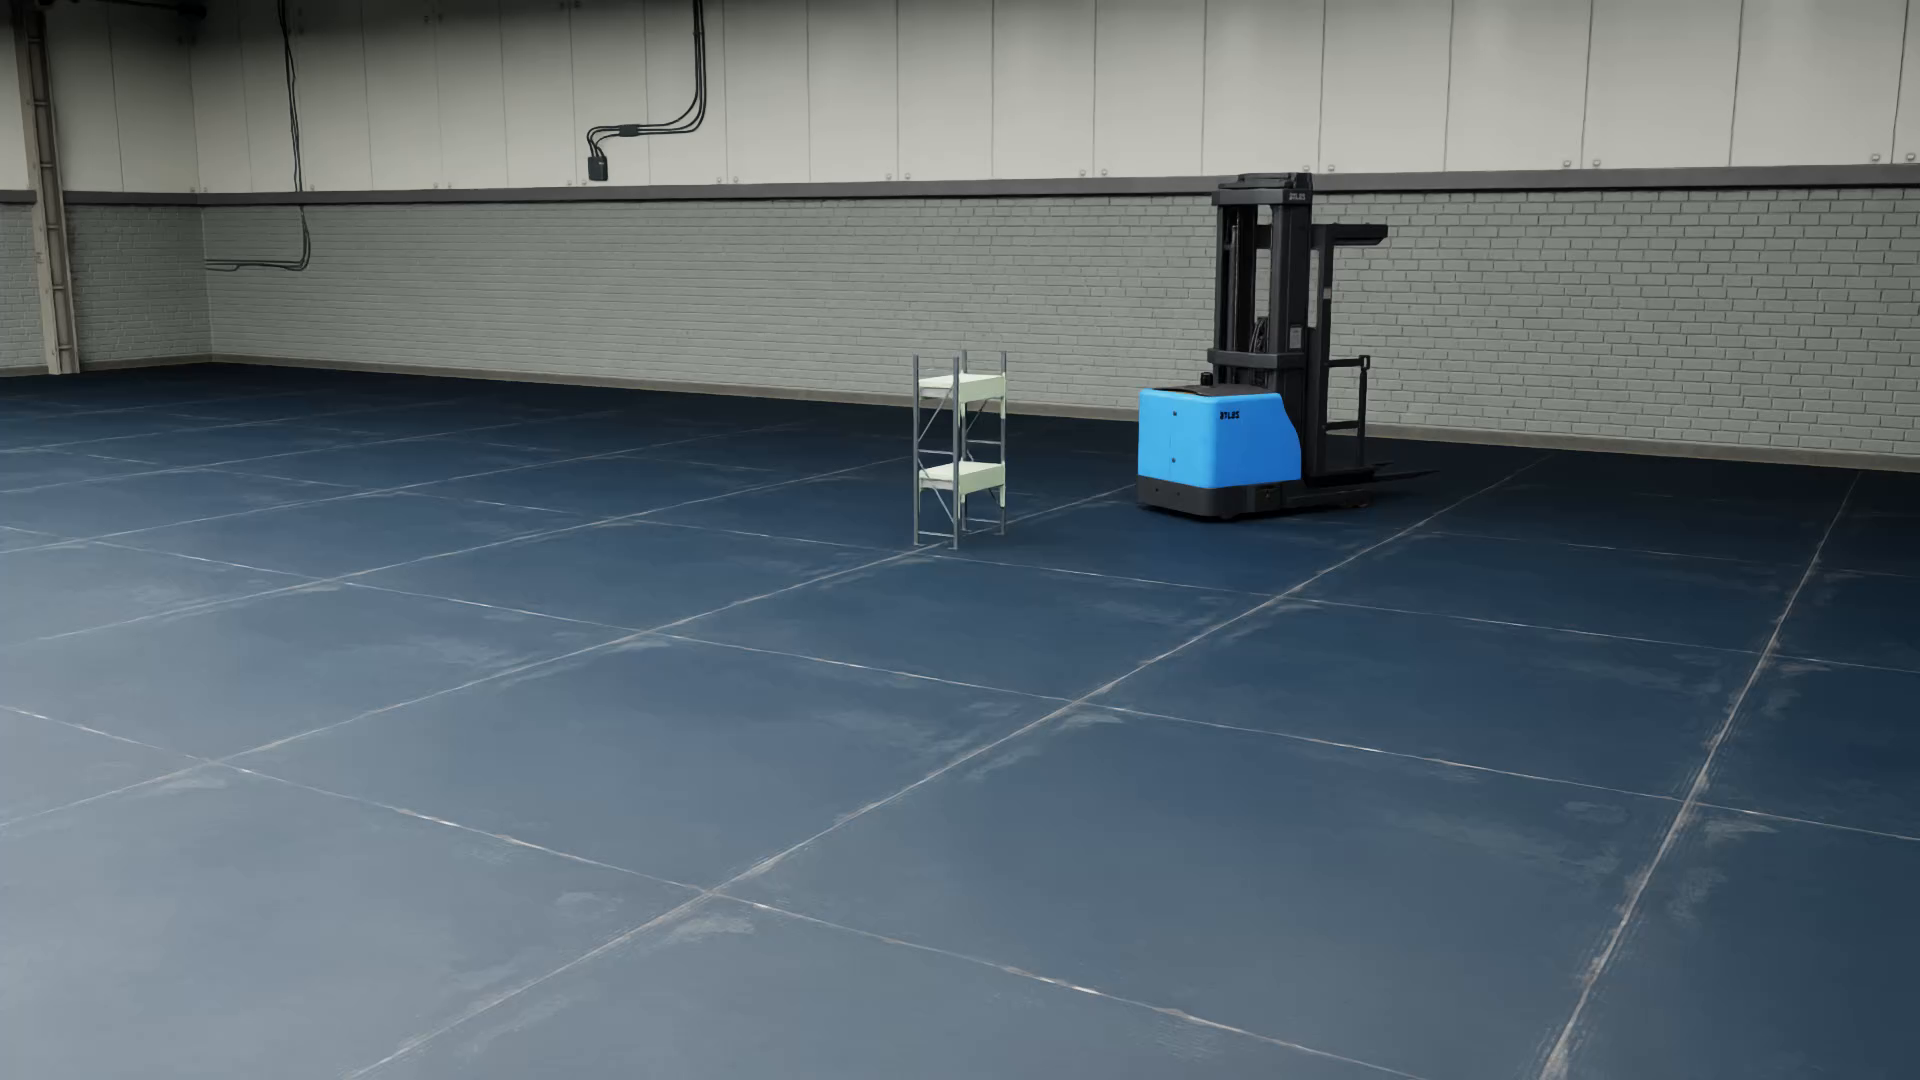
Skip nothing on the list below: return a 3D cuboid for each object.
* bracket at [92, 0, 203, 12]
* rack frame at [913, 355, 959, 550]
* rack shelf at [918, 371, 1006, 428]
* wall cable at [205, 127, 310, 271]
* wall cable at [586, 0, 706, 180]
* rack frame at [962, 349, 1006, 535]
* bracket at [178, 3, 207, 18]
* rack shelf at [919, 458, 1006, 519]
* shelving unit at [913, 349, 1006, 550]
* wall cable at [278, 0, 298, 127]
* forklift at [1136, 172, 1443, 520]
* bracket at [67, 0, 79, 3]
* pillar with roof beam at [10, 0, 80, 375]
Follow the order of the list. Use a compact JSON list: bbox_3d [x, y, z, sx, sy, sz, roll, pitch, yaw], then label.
[{"bbox_3d":[-14.055,-9.386,29.267,0.076,0.066,3.189,6,12,31],"label":"bracket"},{"bbox_3d":[-0.187,-0.681,12.929,0.400,1.500,0.023,6,12,31],"label":"rack frame"},{"bbox_3d":[0.003,-1.122,13.164,0.431,0.370,0.720,6,12,31],"label":"rack shelf"},{"bbox_3d":[-12.838,-6.116,30.022,3.097,2.526,0.112,6,12,31],"label":"wall cable"},{"bbox_3d":[-4.732,-8.404,24.565,2.305,6.003,0.169,6,12,31],"label":"wall cable"},{"bbox_3d":[0.193,-0.796,13.544,0.400,1.500,0.023,6,12,31],"label":"rack frame"},{"bbox_3d":[-13.748,-9.479,29.763,0.235,0.232,0.430,6,12,31],"label":"bracket"},{"bbox_3d":[0.003,-0.418,13.296,0.431,0.370,0.720,6,12,31],"label":"rack shelf"},{"bbox_3d":[0.003,-0.738,13.236,0.431,1.500,0.755,6,12,31],"label":"shelving unit"},{"bbox_3d":[-10.525,-8.340,28.176,3.097,2.526,0.112,6,12,31],"label":"wall cable"},{"bbox_3d":[3.094,-1.790,14.966,3.031,2.935,1.130,-6,12,-31],"label":"forklift"},{"bbox_3d":[-14.978,-9.106,27.772,0.235,0.232,0.430,6,12,31],"label":"bracket"},{"bbox_3d":[-11.818,-6.894,25.739,9.100,9.000,0.548,6,12,31],"label":"pillar with roof beam"}]
